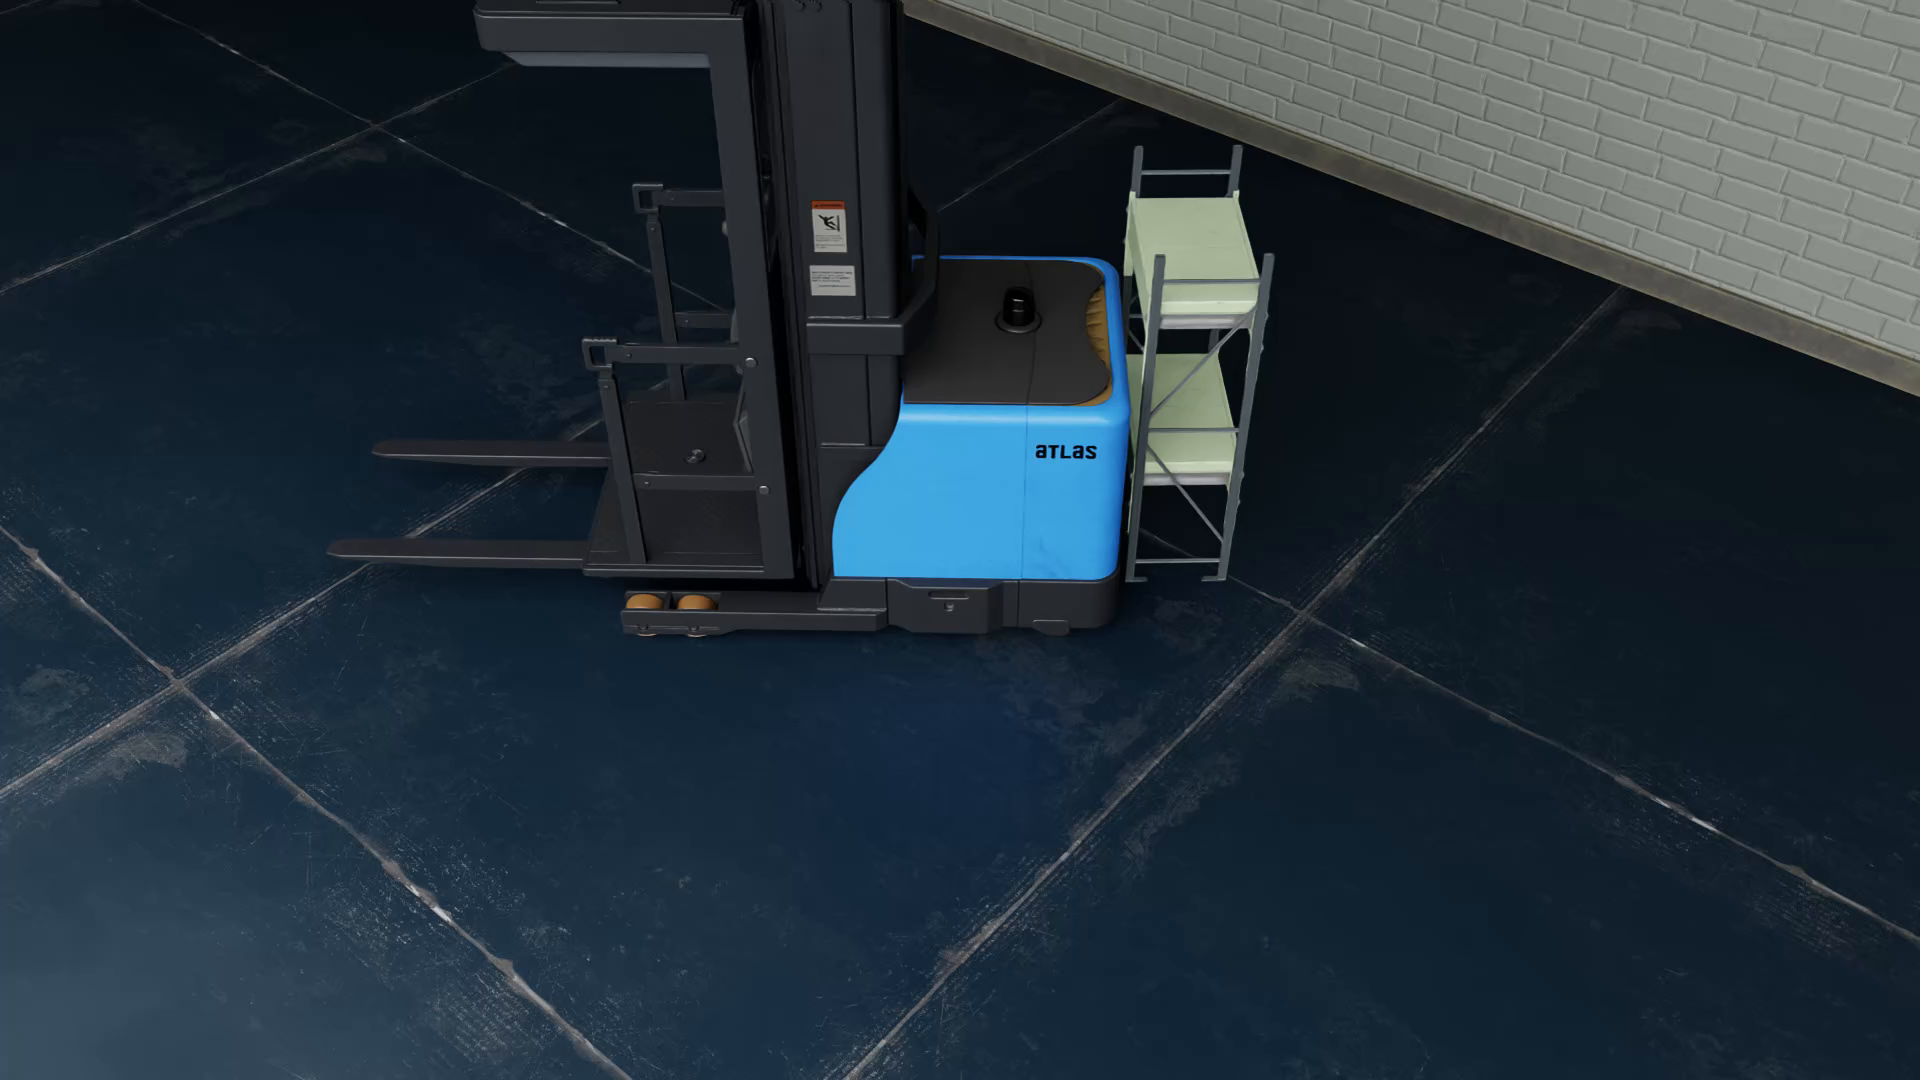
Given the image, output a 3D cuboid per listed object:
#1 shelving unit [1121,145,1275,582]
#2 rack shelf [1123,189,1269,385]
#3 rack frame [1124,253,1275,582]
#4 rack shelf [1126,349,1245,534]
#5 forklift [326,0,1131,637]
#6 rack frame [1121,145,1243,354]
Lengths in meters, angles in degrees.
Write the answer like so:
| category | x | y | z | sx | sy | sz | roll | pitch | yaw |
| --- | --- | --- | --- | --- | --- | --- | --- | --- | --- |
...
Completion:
| category | x | y | z | sx | sy | sz | roll | pitch | yaw |
| --- | --- | --- | --- | --- | --- | --- | --- | --- | --- |
| shelving unit | 0.845 | -0.644 | 6.342 | 0.431 | 1.500 | 0.755 | -1 | 42 | -1 |
| rack shelf | 0.846 | -0.932 | 6.080 | 0.431 | 0.370 | 0.720 | -1 | 42 | -1 |
| rack frame | 0.852 | -0.398 | 6.072 | 0.400 | 1.500 | 0.023 | -1 | 42 | -1 |
| rack shelf | 0.845 | -0.402 | 6.562 | 0.431 | 0.370 | 0.720 | -1 | 42 | -1 |
| forklift | -0.906 | -1.070 | 5.749 | 3.031 | 2.935 | 1.130 | 1 | 42 | 1 |
| rack frame | 0.839 | -0.890 | 6.613 | 0.400 | 1.500 | 0.023 | -1 | 42 | -1 |
